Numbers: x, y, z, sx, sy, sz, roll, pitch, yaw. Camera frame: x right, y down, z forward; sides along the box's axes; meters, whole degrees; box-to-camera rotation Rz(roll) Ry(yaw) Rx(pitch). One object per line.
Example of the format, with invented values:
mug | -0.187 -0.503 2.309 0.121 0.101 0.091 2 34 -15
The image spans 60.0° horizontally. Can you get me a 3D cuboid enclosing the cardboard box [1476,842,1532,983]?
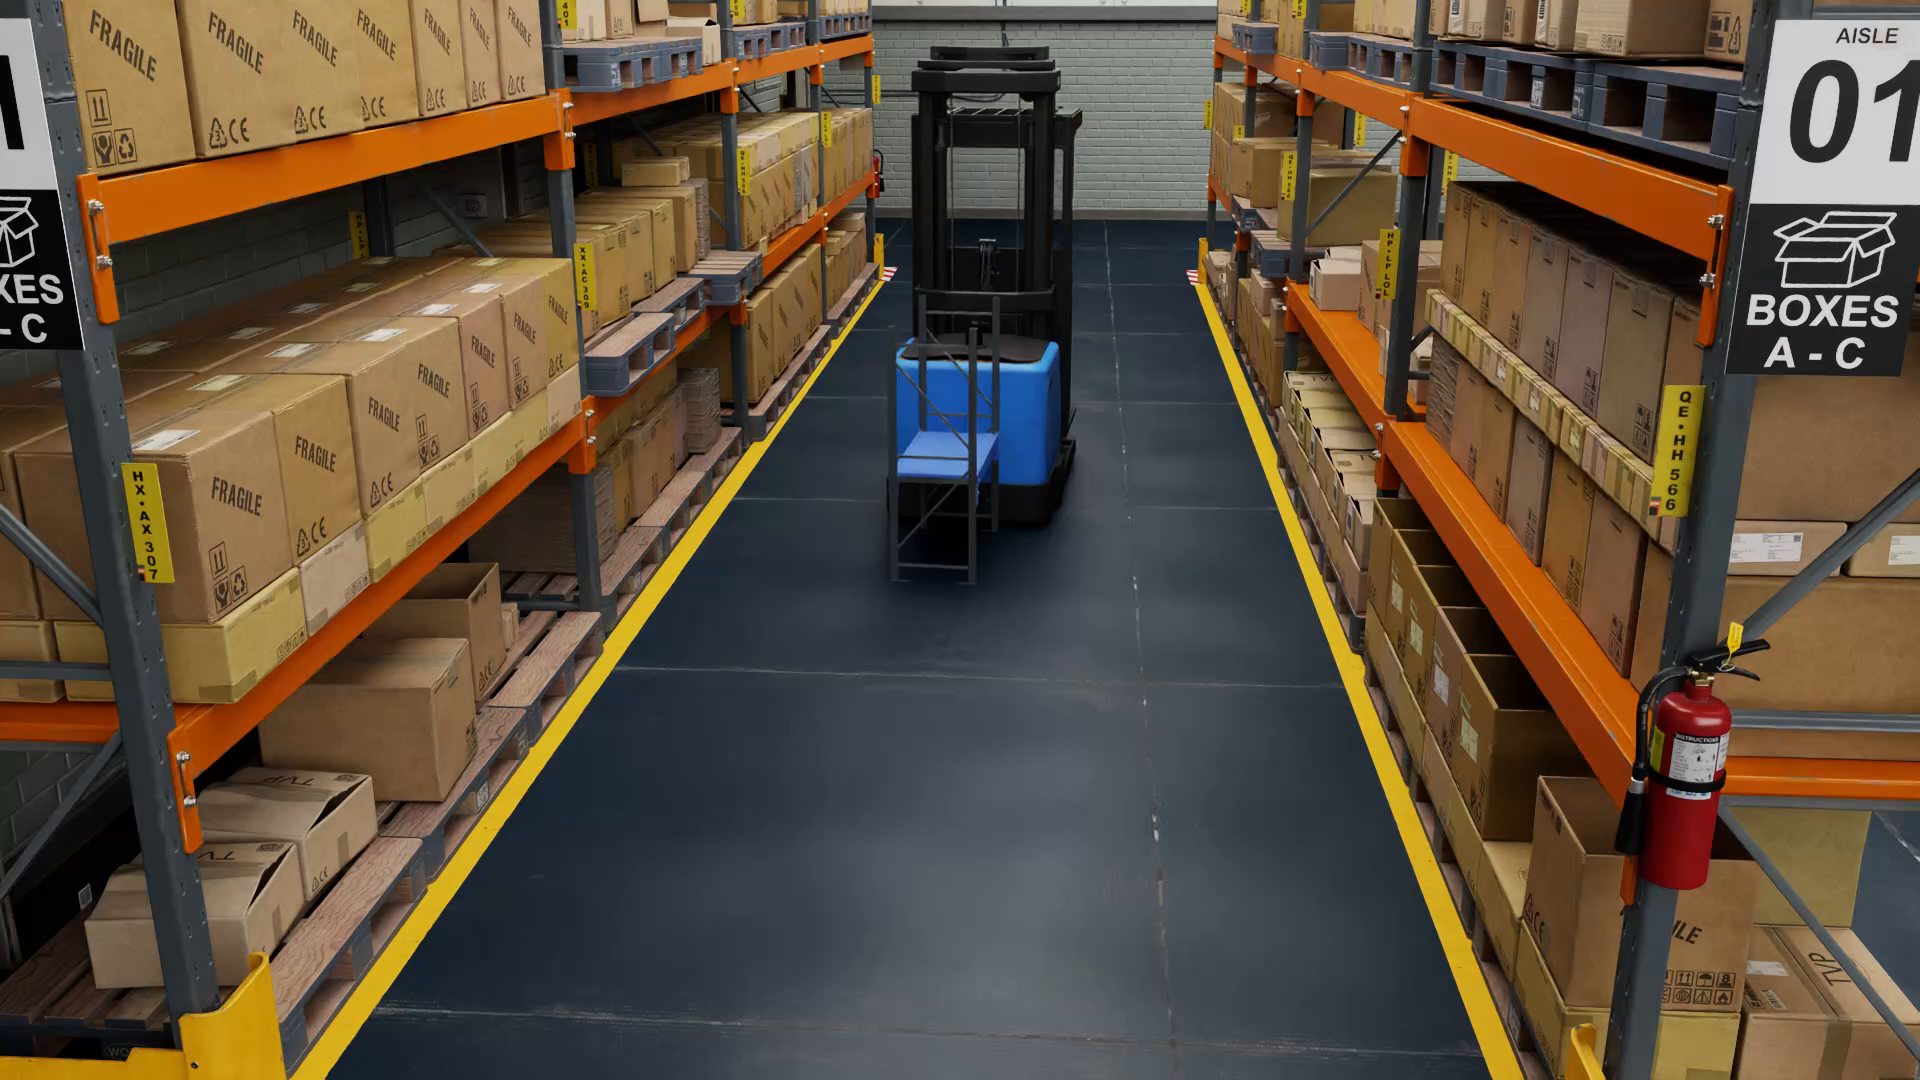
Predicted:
cardboard box | 2.042 1.244 5.550 0.500 0.250 0.500 1 18 4

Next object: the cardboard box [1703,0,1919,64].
cardboard box | 2.320 -1.453 4.158 0.797 0.503 0.637 3 18 8

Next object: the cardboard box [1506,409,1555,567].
cardboard box | 2.429 -0.207 6.078 0.700 0.500 0.500 2 18 6

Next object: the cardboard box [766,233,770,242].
cardboard box | -1.774 -2.516 13.655 0.380 0.149 0.250 2 18 5

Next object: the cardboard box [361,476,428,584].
cardboard box | -2.250 -0.046 5.955 0.500 0.250 0.500 1 18 3

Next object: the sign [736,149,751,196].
sign | -1.551 -2.632 11.905 0.100 0.325 0.005 1 18 4

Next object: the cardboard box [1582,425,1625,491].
cardboard box | 2.168 -0.252 5.172 0.380 0.149 0.250 2 18 5

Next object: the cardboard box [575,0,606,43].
cardboard box | -2.217 -2.828 8.887 0.500 0.311 0.500 2 18 6

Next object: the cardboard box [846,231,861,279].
cardboard box | -1.506 -3.250 18.863 0.700 0.500 0.500 1 18 4

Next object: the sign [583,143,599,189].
sign | -2.647 -2.690 11.955 0.100 0.325 0.005 1 18 4

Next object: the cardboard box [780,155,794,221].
cardboard box | -1.690 -2.950 13.939 0.500 0.500 0.500 2 18 5

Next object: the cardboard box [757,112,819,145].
cardboard box | -1.585 -3.775 15.250 0.500 0.250 0.500 2 18 5

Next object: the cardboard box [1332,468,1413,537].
cardboard box | 2.335 -0.230 9.148 0.500 0.311 0.500 2 18 5

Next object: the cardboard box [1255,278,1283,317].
cardboard box | 2.750 -2.028 13.897 0.500 0.250 0.500 1 18 3

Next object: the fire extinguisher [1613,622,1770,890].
fire extinguisher | 1.803 0.529 4.116 0.296 0.674 0.183 1 18 4

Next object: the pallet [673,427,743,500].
pallet | -2.151 -0.560 11.794 1.003 0.211 1.213 1 18 4

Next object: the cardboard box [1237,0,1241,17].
cardboard box | 2.938 -5.165 15.990 0.500 0.250 0.500 1 18 4

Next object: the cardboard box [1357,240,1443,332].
cardboard box | 2.744 -1.545 10.160 0.500 0.500 0.500 0 18 1

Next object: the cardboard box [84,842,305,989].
cardboard box | -2.527 1.212 5.518 0.500 0.311 0.500 -1 18 -2

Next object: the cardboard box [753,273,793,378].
cardboard box | -1.840 -1.804 13.888 0.750 0.750 0.750 1 18 4

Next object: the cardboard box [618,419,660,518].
cardboard box | -2.280 -0.455 10.303 0.700 0.500 0.500 1 18 5

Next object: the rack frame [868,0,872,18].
rack frame | -1.520 -7.464 18.749 1.000 3.000 0.127 1 18 4

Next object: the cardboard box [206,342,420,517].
cardboard box | -2.244 -0.393 5.811 0.500 0.500 0.500 1 18 2

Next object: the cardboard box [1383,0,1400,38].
cardboard box | 2.800 -3.090 9.784 0.500 0.250 0.500 1 18 3

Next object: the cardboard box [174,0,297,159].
cardboard box | -2.319 -1.390 4.839 0.500 0.500 0.500 2 18 8

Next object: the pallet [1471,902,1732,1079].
pallet | 2.288 1.552 5.346 1.003 0.211 1.213 1 18 4

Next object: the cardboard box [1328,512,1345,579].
cardboard box | 2.340 0.038 9.230 0.500 0.250 0.500 1 18 3

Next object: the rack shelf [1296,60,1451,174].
rack shelf | 2.705 -2.481 9.516 1.077 0.370 4.000 1 18 4

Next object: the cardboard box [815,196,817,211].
cardboard box | -1.548 -3.149 15.588 0.380 0.149 0.250 1 18 4

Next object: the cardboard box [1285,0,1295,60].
cardboard box | 2.882 -3.786 12.183 0.910 0.500 0.500 1 18 4

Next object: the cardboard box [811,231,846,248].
cardboard box | -1.407 -3.185 17.624 0.380 0.149 0.250 1 18 2

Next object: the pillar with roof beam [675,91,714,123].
pillar with roof beam | 1.675 -6.362 15.387 9.100 9.000 0.400 1 18 4

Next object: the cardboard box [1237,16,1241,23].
cardboard box | 2.951 -4.927 16.067 0.500 0.250 0.500 1 18 4

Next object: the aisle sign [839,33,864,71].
aisle sign | -1.215 -5.864 19.326 0.394 0.787 0.004 1 18 4

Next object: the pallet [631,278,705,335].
pallet | -2.194 -1.421 10.252 1.003 0.211 1.213 1 18 4

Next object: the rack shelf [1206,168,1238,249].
rack shelf | 3.278 -3.540 17.566 1.077 0.370 4.000 1 18 4

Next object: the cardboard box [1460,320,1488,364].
cardboard box | 2.297 -0.814 6.886 0.380 0.149 0.250 1 18 3

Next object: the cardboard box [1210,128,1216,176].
cardboard box | 3.127 -4.419 18.931 0.500 0.500 0.500 2 18 5

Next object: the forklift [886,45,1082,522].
forklift | 0.254 -1.925 11.592 1.130 2.935 3.031 3 18 8

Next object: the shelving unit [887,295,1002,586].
shelving unit | -0.080 -0.619 9.902 0.538 1.500 1.048 3 18 8

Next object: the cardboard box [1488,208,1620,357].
cardboard box | 2.464 -0.990 6.383 0.700 0.500 0.500 1 18 4

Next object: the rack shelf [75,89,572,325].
rack shelf | -2.523 -1.348 6.059 1.077 0.370 4.000 1 18 4

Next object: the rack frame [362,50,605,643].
rack frame | -2.380 -0.886 8.309 1.000 3.000 0.127 1 18 4

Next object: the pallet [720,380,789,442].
pallet | -1.962 -1.046 13.277 1.003 0.211 1.213 1 18 4

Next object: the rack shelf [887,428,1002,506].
rack shelf | -0.080 -0.448 9.958 0.538 0.185 1.000 3 18 8

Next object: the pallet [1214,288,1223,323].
pallet | 3.270 -2.529 17.803 1.003 0.211 1.213 1 18 4

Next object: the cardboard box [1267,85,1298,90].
cardboard box | 3.628 -4.725 18.259 0.500 0.500 0.500 2 18 5

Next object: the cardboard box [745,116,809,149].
cardboard box | -1.631 -3.616 14.766 0.500 0.250 0.500 2 18 5

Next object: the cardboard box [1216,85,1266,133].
cardboard box | 3.097 -4.732 18.280 0.500 0.500 0.500 1 18 4

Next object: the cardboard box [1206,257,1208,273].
cardboard box | 3.031 -3.166 19.112 0.380 0.166 0.250 1 18 4

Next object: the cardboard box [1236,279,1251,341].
cardboard box | 2.857 -2.138 15.437 0.500 0.500 0.500 0 18 1

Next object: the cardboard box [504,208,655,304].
cardboard box | -2.246 -1.678 9.861 0.700 0.500 0.500 4 19 11

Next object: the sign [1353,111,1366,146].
sign | 3.689 -3.800 15.344 0.100 0.325 0.005 1 18 4

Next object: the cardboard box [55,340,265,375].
cardboard box | -2.766 -0.406 5.850 0.500 0.500 0.500 1 18 2

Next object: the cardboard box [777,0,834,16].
cardboard box | -1.494 -5.181 16.004 0.500 0.250 0.500 1 18 4

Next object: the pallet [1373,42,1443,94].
pallet | 2.612 -2.385 8.375 0.805 0.209 1.217 1 18 2

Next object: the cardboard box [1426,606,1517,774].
cardboard box | 2.110 0.577 6.381 0.500 0.500 0.500 1 18 4
